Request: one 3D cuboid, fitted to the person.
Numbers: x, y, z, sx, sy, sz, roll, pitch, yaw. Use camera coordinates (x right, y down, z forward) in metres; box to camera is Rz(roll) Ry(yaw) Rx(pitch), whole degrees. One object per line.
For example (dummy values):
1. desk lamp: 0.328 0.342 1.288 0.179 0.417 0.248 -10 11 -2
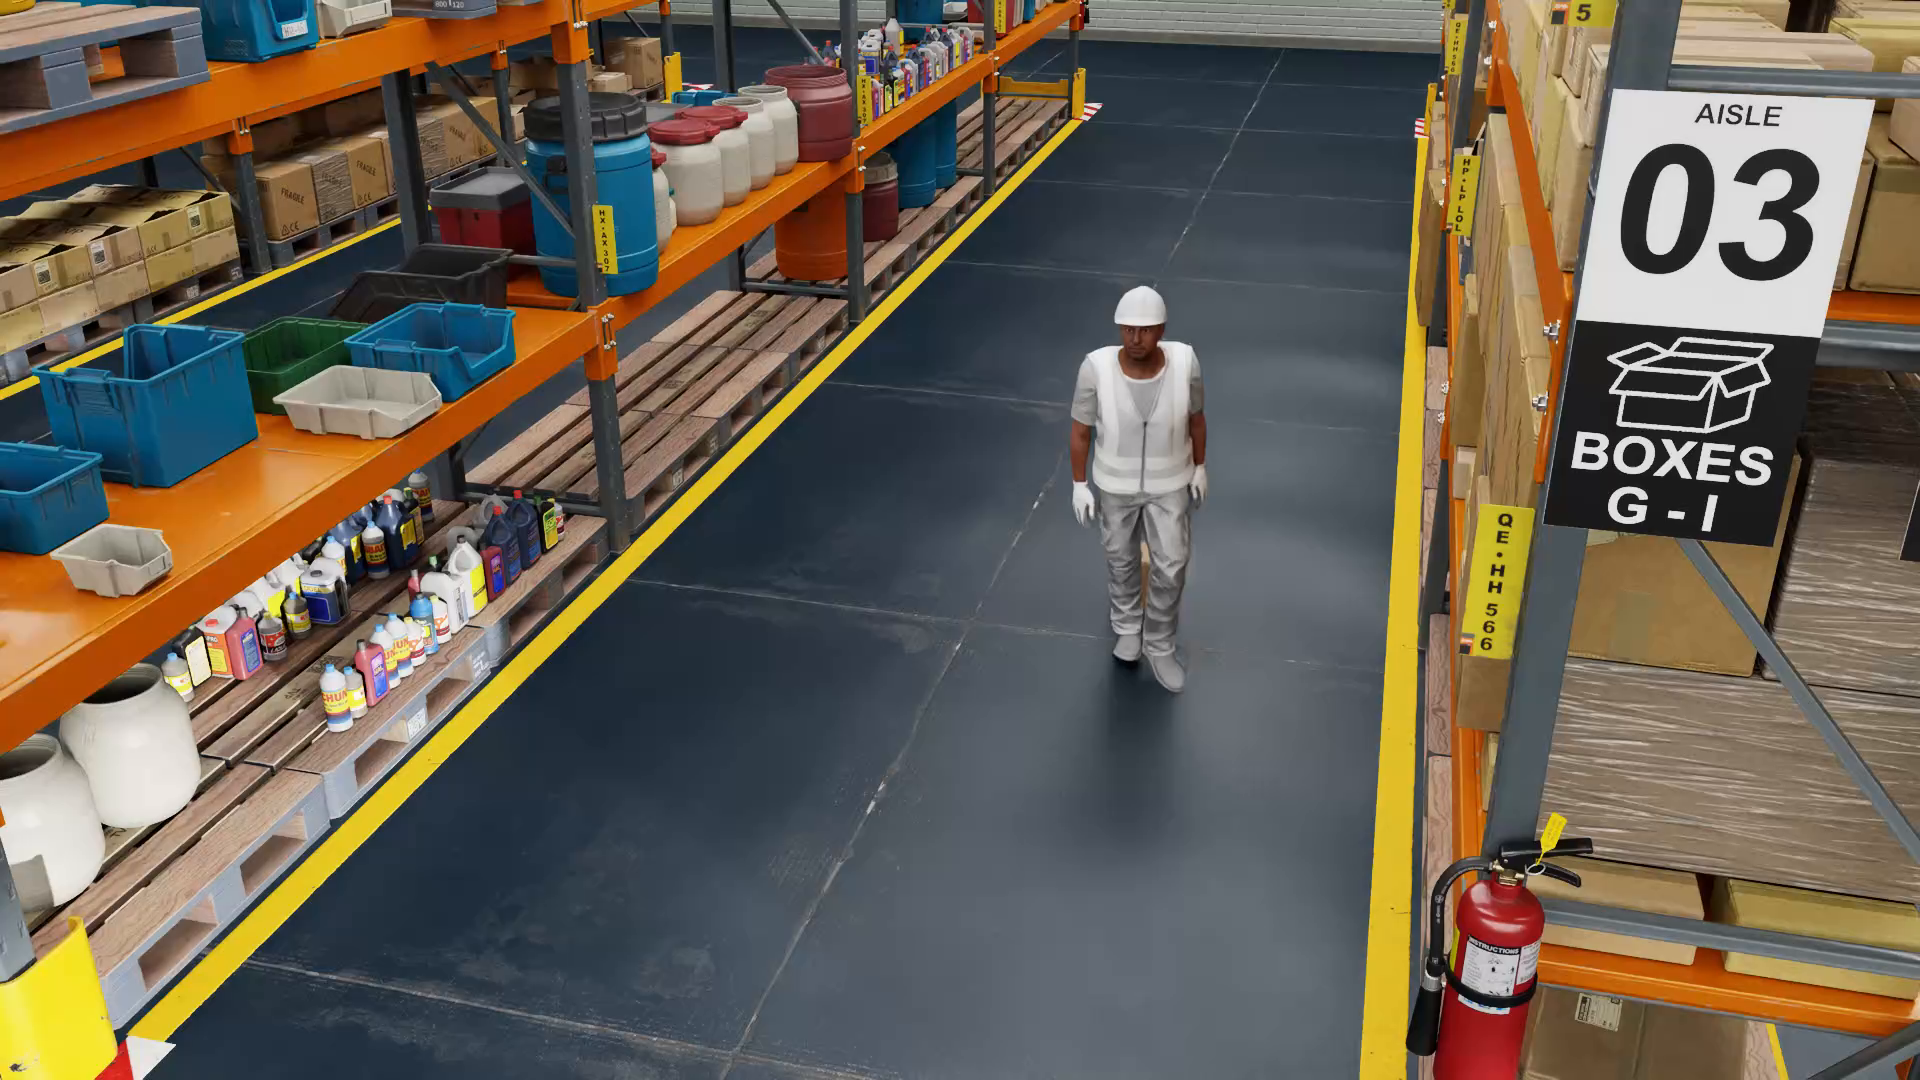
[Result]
1. person: 0.761 -0.236 7.080 0.594 1.792 0.526 3 25 6
